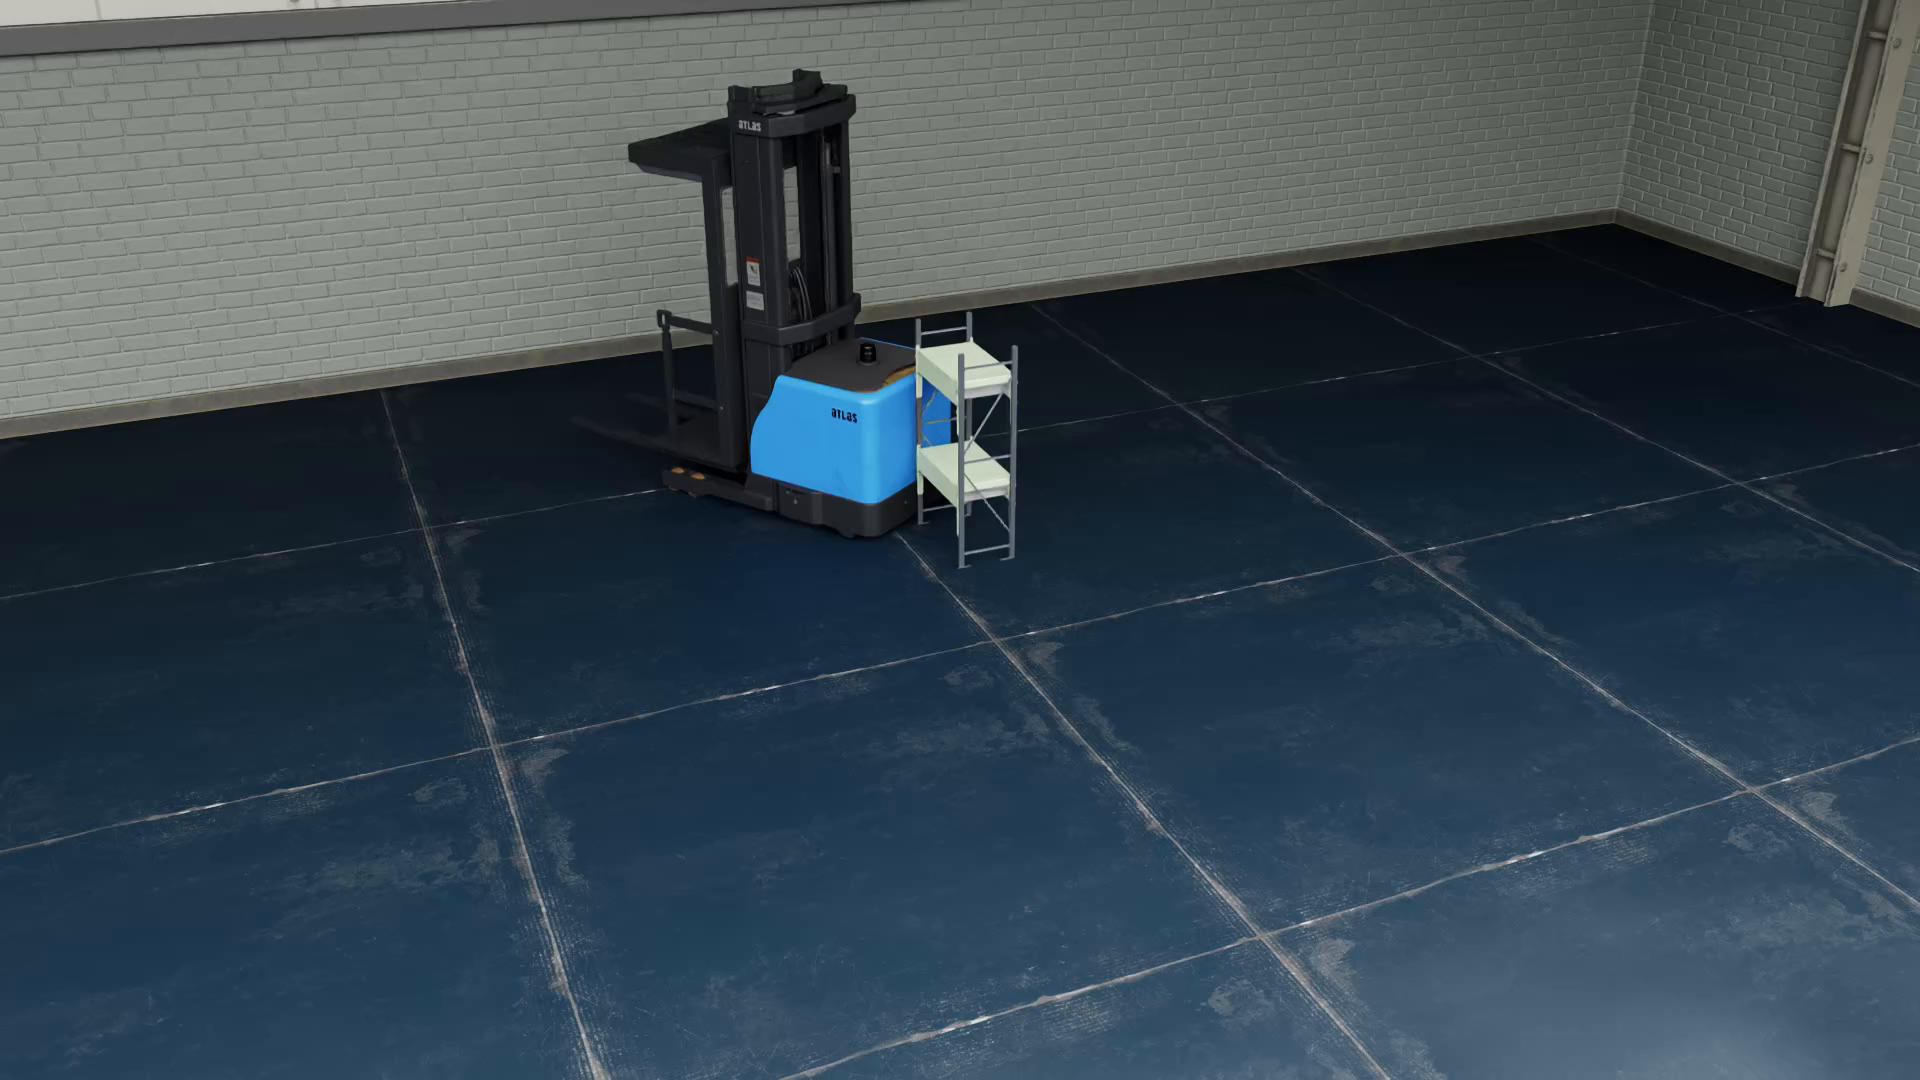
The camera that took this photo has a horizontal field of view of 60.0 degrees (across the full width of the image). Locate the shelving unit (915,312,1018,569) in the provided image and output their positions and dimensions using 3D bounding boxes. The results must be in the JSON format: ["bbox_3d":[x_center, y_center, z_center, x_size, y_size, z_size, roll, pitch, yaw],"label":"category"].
[{"bbox_3d":[0.035,-0.666,11.050,0.431,1.500,0.755,-10,28,-20],"label":"shelving unit"}]

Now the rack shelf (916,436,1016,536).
[{"bbox_3d":[0.035,-0.373,11.193,0.431,0.370,0.720,-10,28,-20],"label":"rack shelf"}]

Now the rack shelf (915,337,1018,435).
[{"bbox_3d":[0.035,-1.016,10.879,0.431,0.370,0.720,-10,28,-20],"label":"rack shelf"}]

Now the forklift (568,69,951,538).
[{"bbox_3d":[-1.565,-1.807,11.757,3.031,2.935,1.130,16,30,29],"label":"forklift"}]

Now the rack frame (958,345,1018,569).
[{"bbox_3d":[0.177,-0.518,10.747,0.400,1.500,0.023,-10,28,-20],"label":"rack frame"}]

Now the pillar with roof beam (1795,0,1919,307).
[{"bbox_3d":[4.443,-5.650,12.711,9.100,9.000,0.400,-11,28,-21],"label":"pillar with roof beam"}]

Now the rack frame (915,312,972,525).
[{"bbox_3d":[-0.108,-0.814,11.353,0.400,1.500,0.023,-10,28,-20],"label":"rack frame"}]
